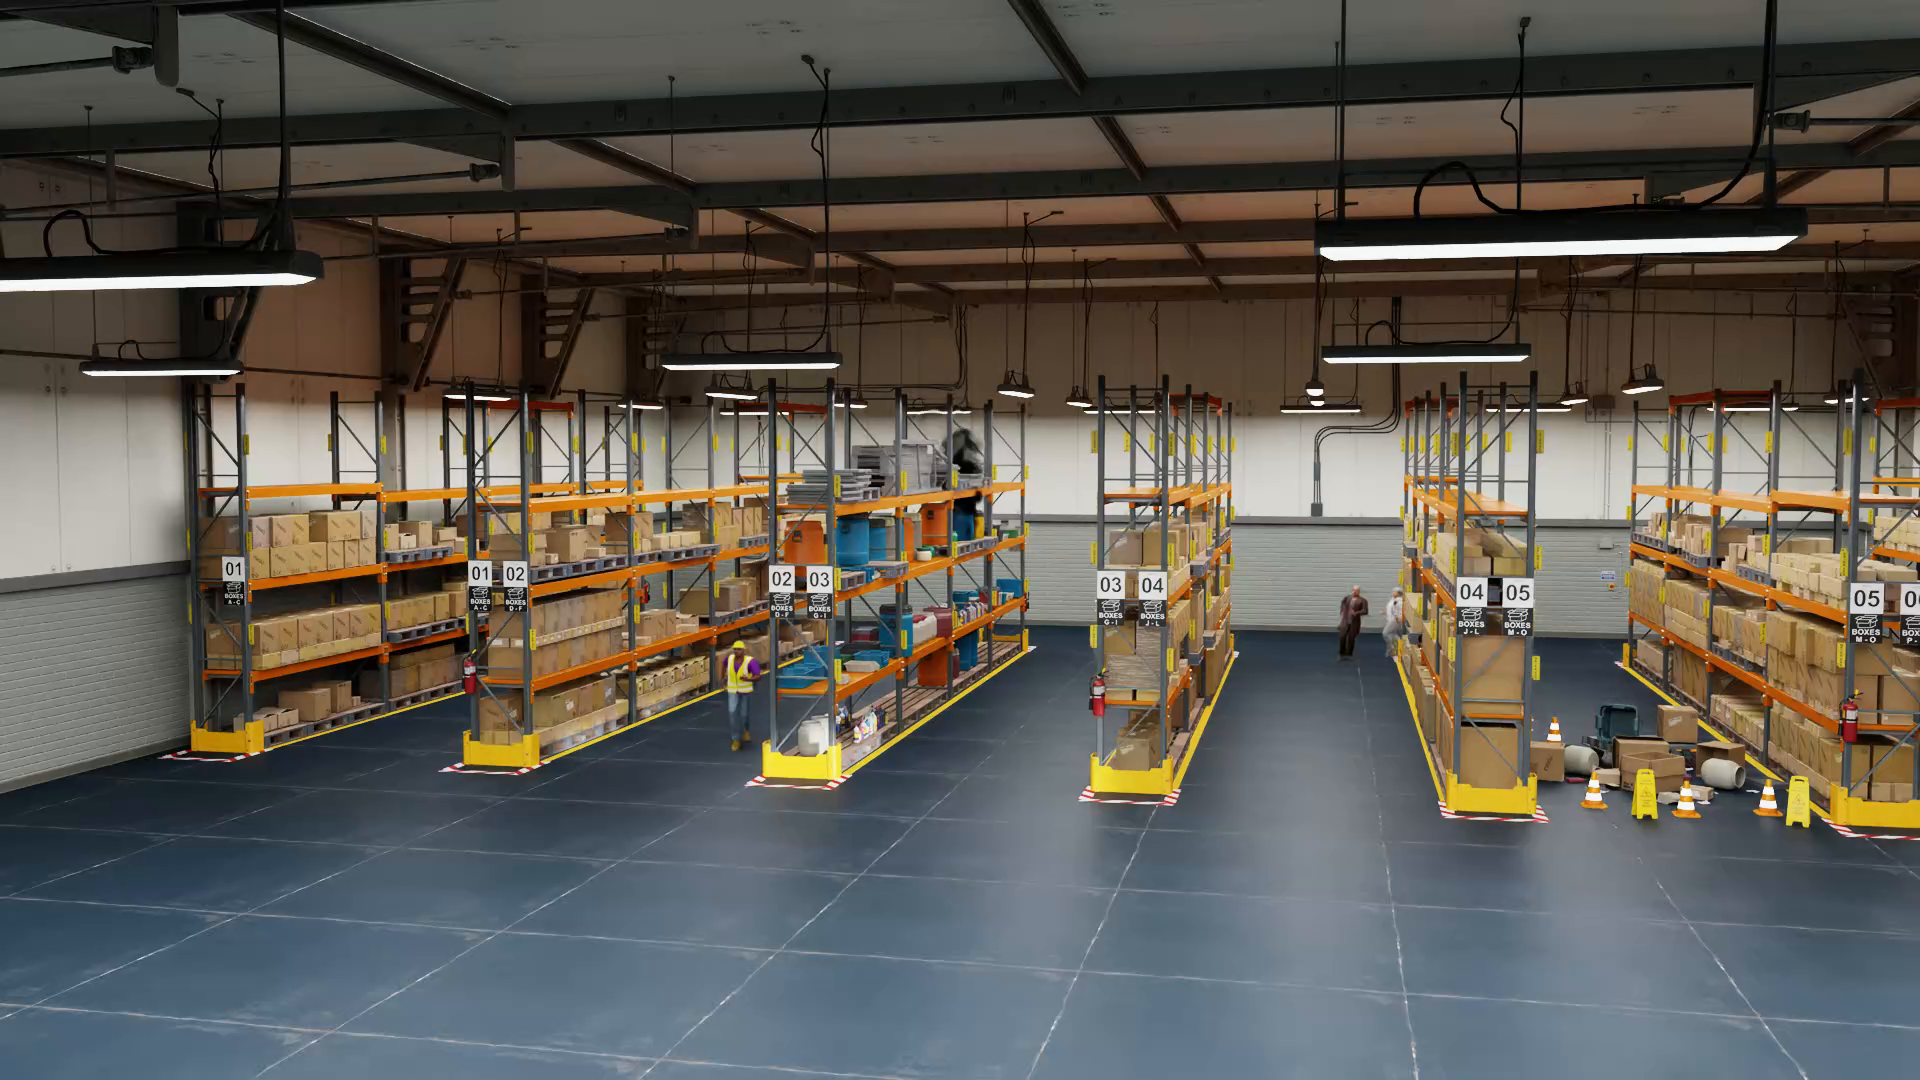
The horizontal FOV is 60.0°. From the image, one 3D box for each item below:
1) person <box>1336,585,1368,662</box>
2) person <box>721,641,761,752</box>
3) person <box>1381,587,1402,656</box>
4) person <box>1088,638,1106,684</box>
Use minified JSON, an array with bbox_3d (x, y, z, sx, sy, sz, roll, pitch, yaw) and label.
[{"bbox_3d":[9.098,1.944,38.451,0.721,1.810,0.732,2,4,27],"label":"person"},{"bbox_3d":[-3.634,2.554,27.568,0.729,1.807,0.926,0,3,7],"label":"person"},{"bbox_3d":[10.303,1.948,39.385,0.643,1.686,0.671,-1,3,-9],"label":"person"},{"bbox_3d":[2.848,2.291,33.378,0.541,1.593,0.870,0,3,7],"label":"person"}]
